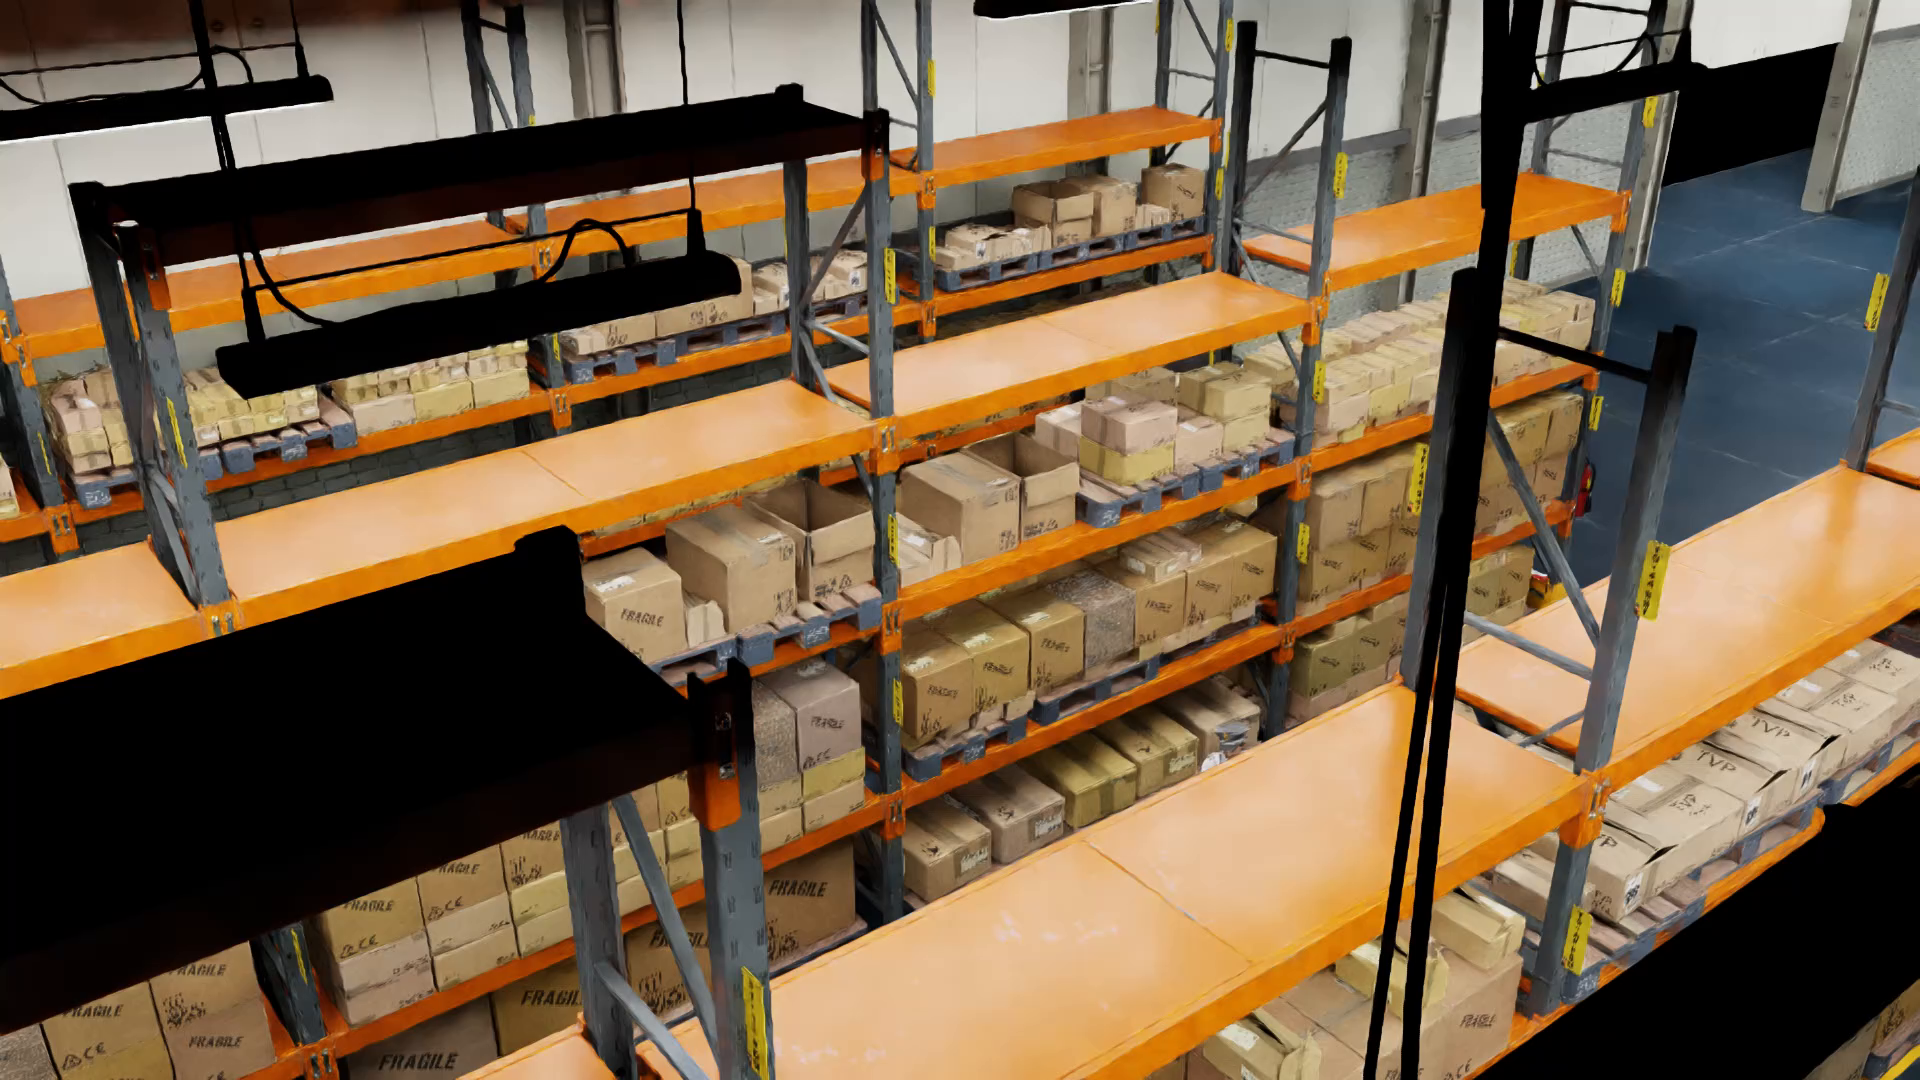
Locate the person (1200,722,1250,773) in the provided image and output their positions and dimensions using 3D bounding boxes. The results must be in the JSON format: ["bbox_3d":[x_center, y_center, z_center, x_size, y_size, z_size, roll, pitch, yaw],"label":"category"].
[{"bbox_3d":[1.925,2.055,11.991,0.579,1.664,0.532,-5,27,-10],"label":"person"}]
